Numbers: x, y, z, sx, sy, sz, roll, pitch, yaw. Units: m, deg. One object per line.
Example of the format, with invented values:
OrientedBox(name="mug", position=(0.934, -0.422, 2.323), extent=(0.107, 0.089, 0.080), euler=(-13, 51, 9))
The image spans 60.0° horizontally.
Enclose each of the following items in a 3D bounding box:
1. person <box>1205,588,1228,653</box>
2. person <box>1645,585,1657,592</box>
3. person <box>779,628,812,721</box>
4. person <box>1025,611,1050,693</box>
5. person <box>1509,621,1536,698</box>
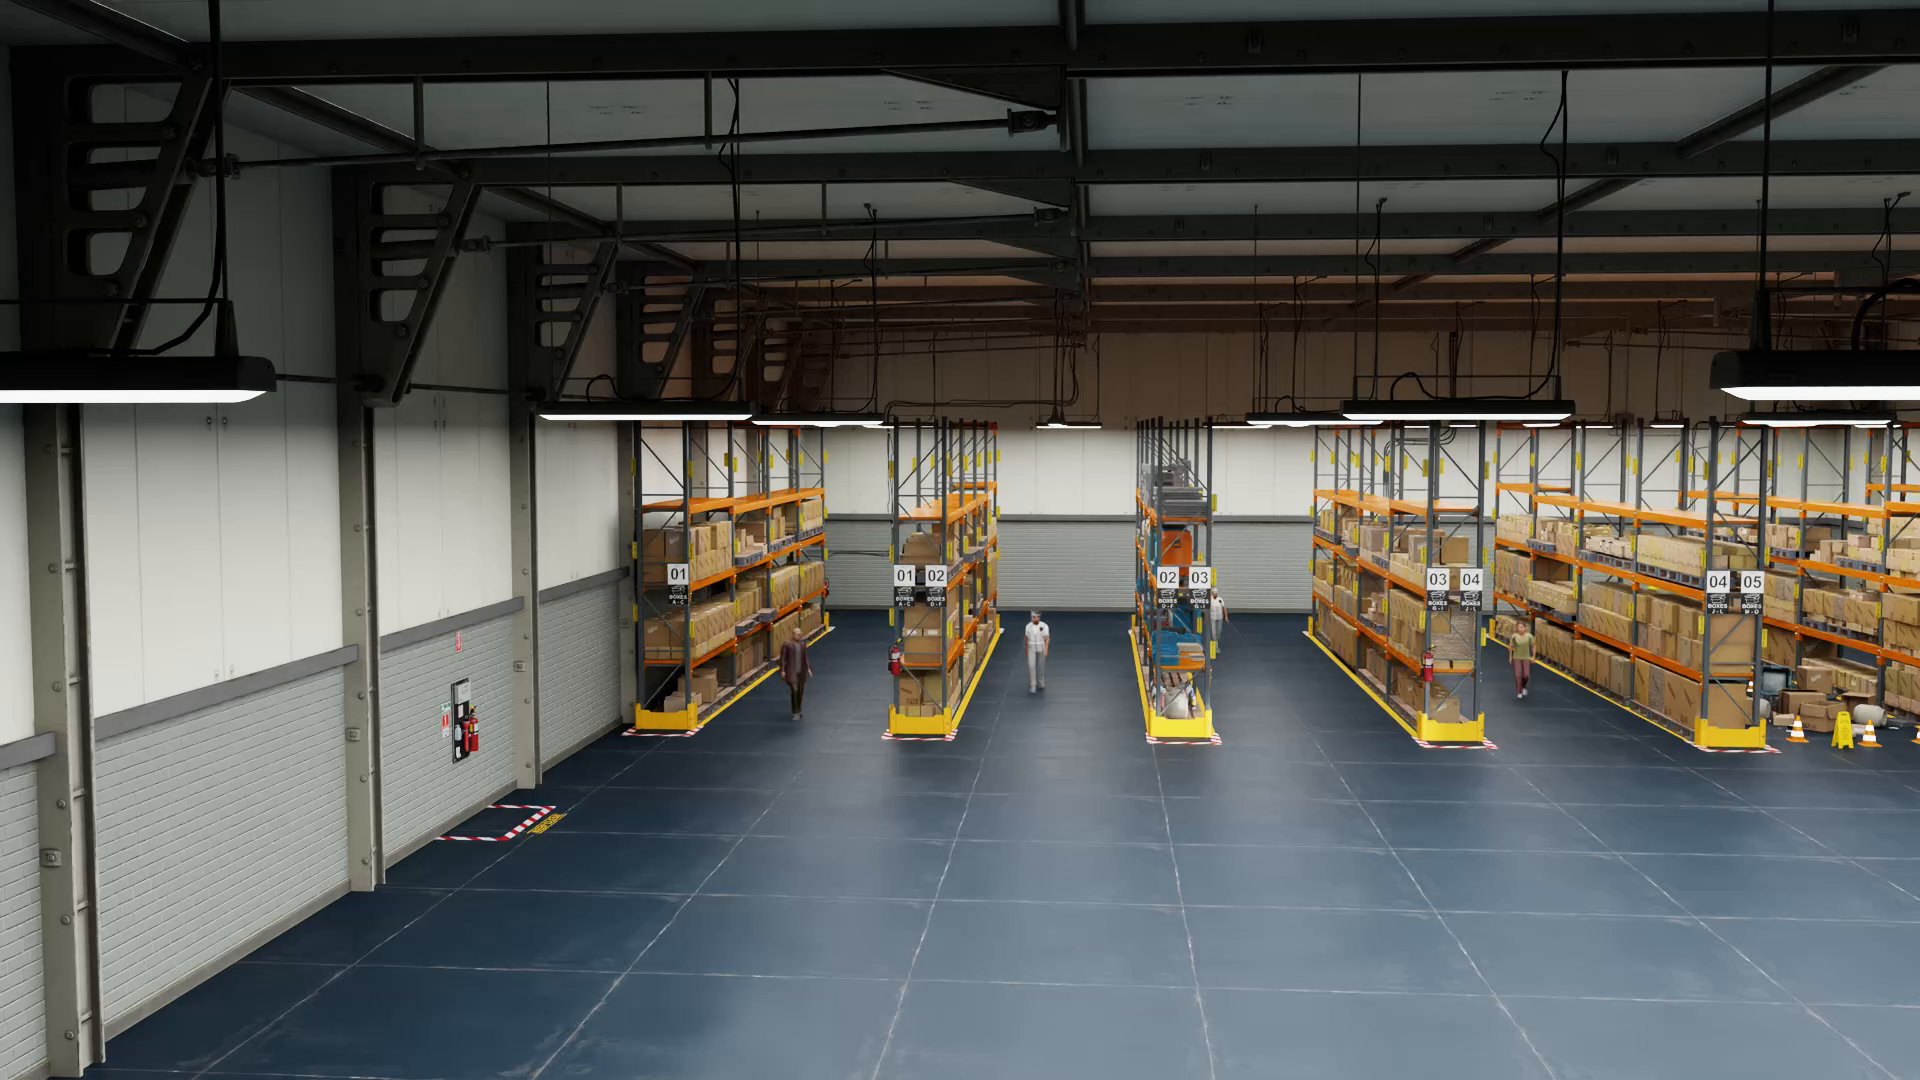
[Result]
OrientedBox(name="person", position=(6.672, 2.091, 43.283), extent=(0.557, 1.695, 0.615), euler=(-1, 4, -11))
OrientedBox(name="person", position=(17.986, 2.045, 43.049), extent=(0.542, 1.787, 0.557), euler=(-1, 4, -19))
OrientedBox(name="person", position=(-3.256, 2.690, 33.261), extent=(0.611, 1.842, 0.646), euler=(-3, 5, -38))
OrientedBox(name="person", position=(1.703, 2.457, 36.791), extent=(0.556, 1.785, 0.812), euler=(1, 4, 8))
OrientedBox(name="person", position=(12.118, 2.566, 35.817), extent=(0.545, 1.655, 0.502), euler=(1, 4, 21))
